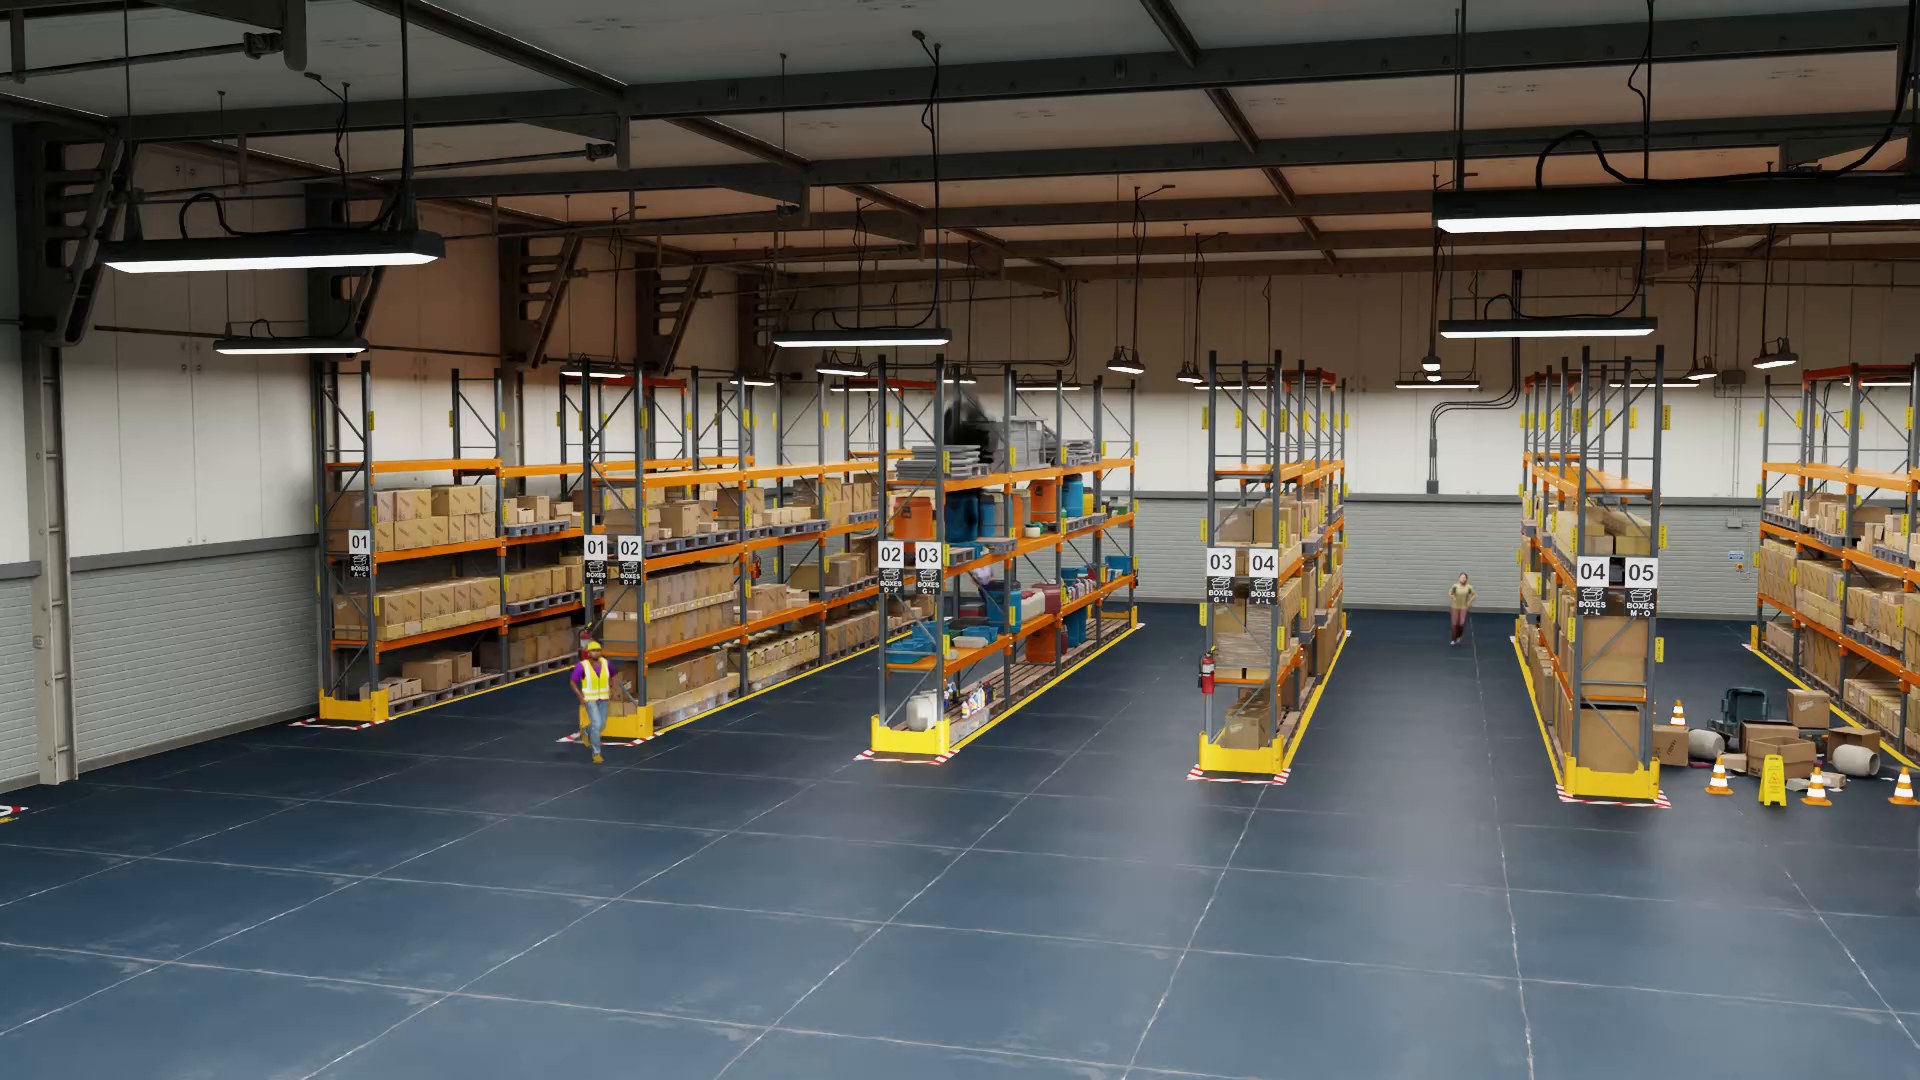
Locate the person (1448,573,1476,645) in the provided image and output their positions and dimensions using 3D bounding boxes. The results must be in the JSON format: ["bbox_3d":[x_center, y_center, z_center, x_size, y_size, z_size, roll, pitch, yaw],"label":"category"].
[{"bbox_3d":[11.165,1.539,37.038,0.593,1.623,0.570,2,4,21],"label":"person"}]

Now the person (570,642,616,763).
[{"bbox_3d":[-5.430,2.370,24.671,0.712,1.767,0.771,-3,5,-34],"label":"person"}]

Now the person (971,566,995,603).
[{"bbox_3d":[0.600,1.237,41.955,0.667,1.583,0.740,-1,4,-18],"label":"person"}]
